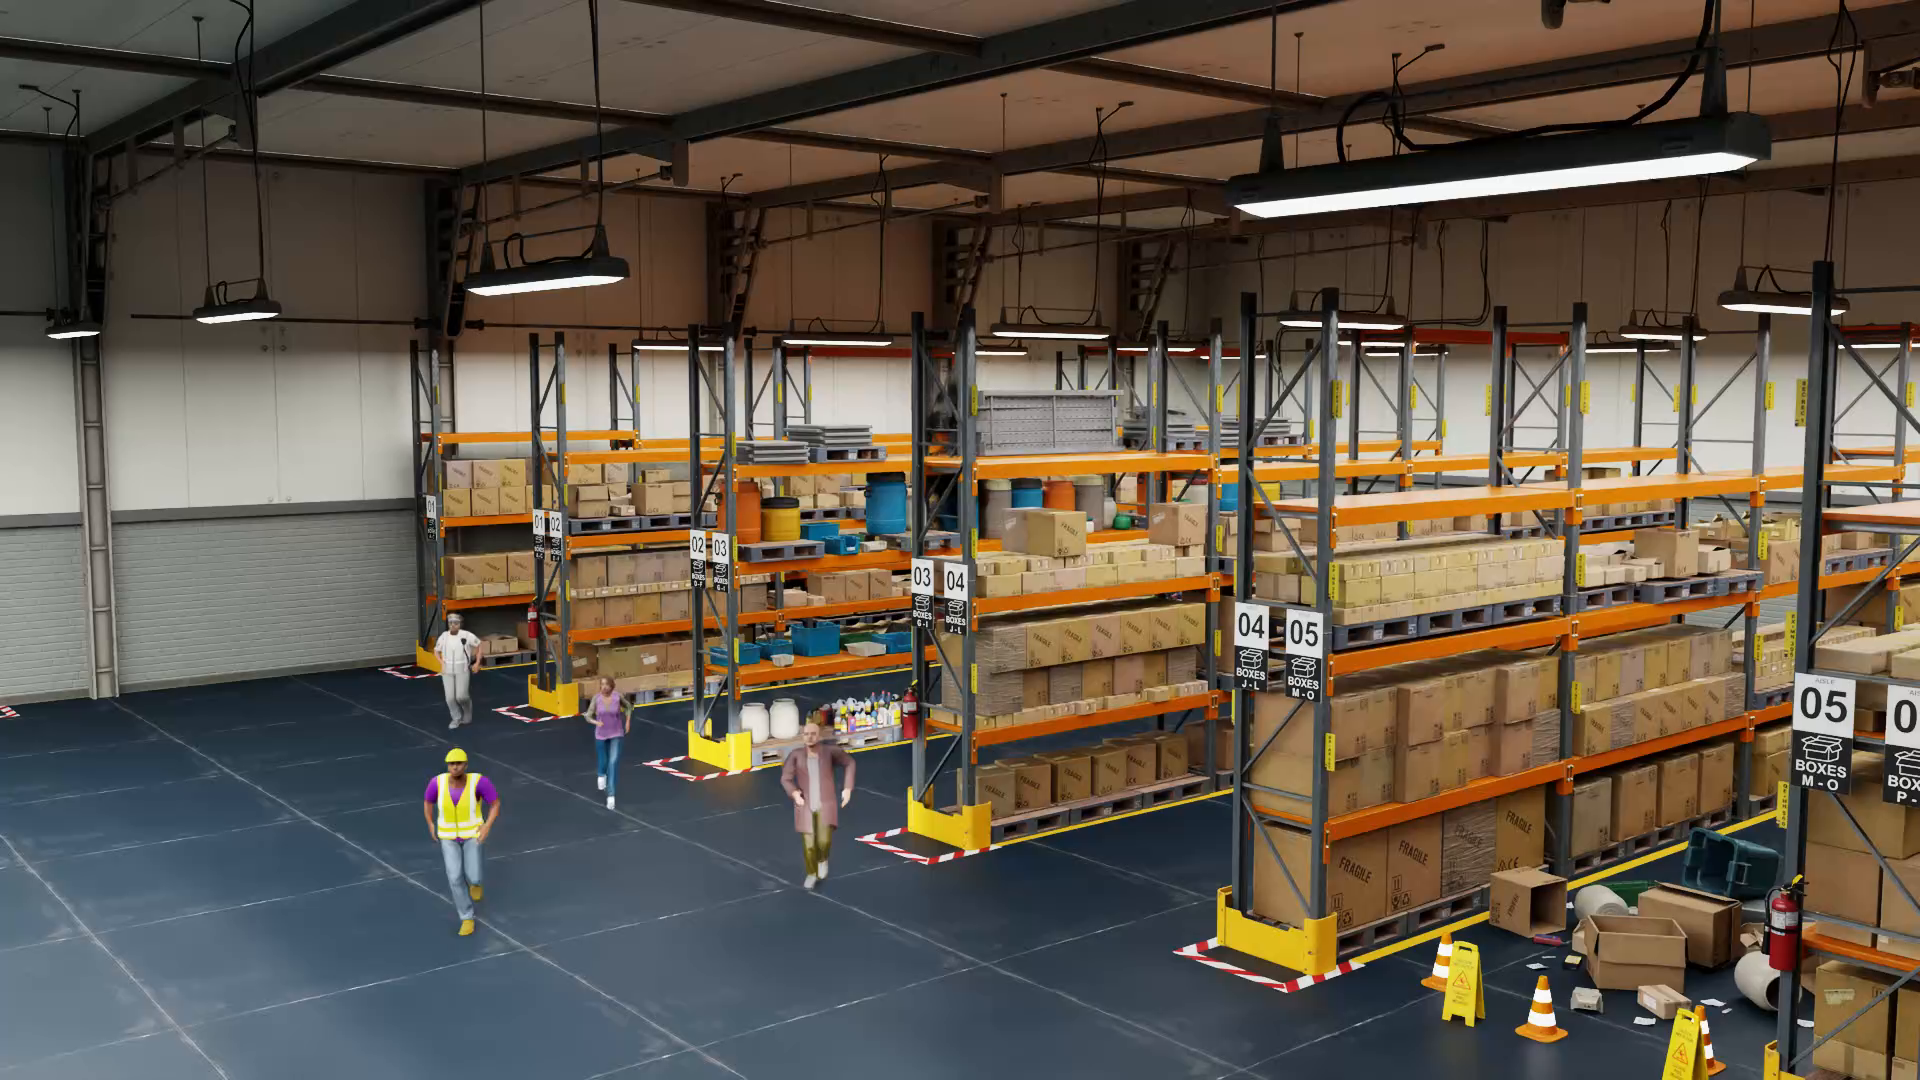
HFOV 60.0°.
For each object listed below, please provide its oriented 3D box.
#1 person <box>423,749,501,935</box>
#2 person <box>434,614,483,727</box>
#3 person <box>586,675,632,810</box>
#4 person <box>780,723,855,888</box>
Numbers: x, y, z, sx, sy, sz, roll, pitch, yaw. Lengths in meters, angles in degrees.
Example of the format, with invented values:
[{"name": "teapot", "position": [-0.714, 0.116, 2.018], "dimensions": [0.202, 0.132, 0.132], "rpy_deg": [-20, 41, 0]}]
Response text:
[{"name": "person", "position": [-4.782, 2.838, 15.967], "dimensions": [0.725, 1.739, 0.788], "rpy_deg": [-1, 5, -7]}, {"name": "person", "position": [-7.596, 1.975, 25.125], "dimensions": [0.699, 1.740, 0.608], "rpy_deg": [0, 5, -5]}, {"name": "person", "position": [-4.358, 2.459, 20.668], "dimensions": [0.552, 1.607, 0.885], "rpy_deg": [-1, 5, -8]}, {"name": "person", "position": [-1.461, 2.731, 16.991], "dimensions": [0.747, 1.739, 0.759], "rpy_deg": [0, 5, 2]}]
